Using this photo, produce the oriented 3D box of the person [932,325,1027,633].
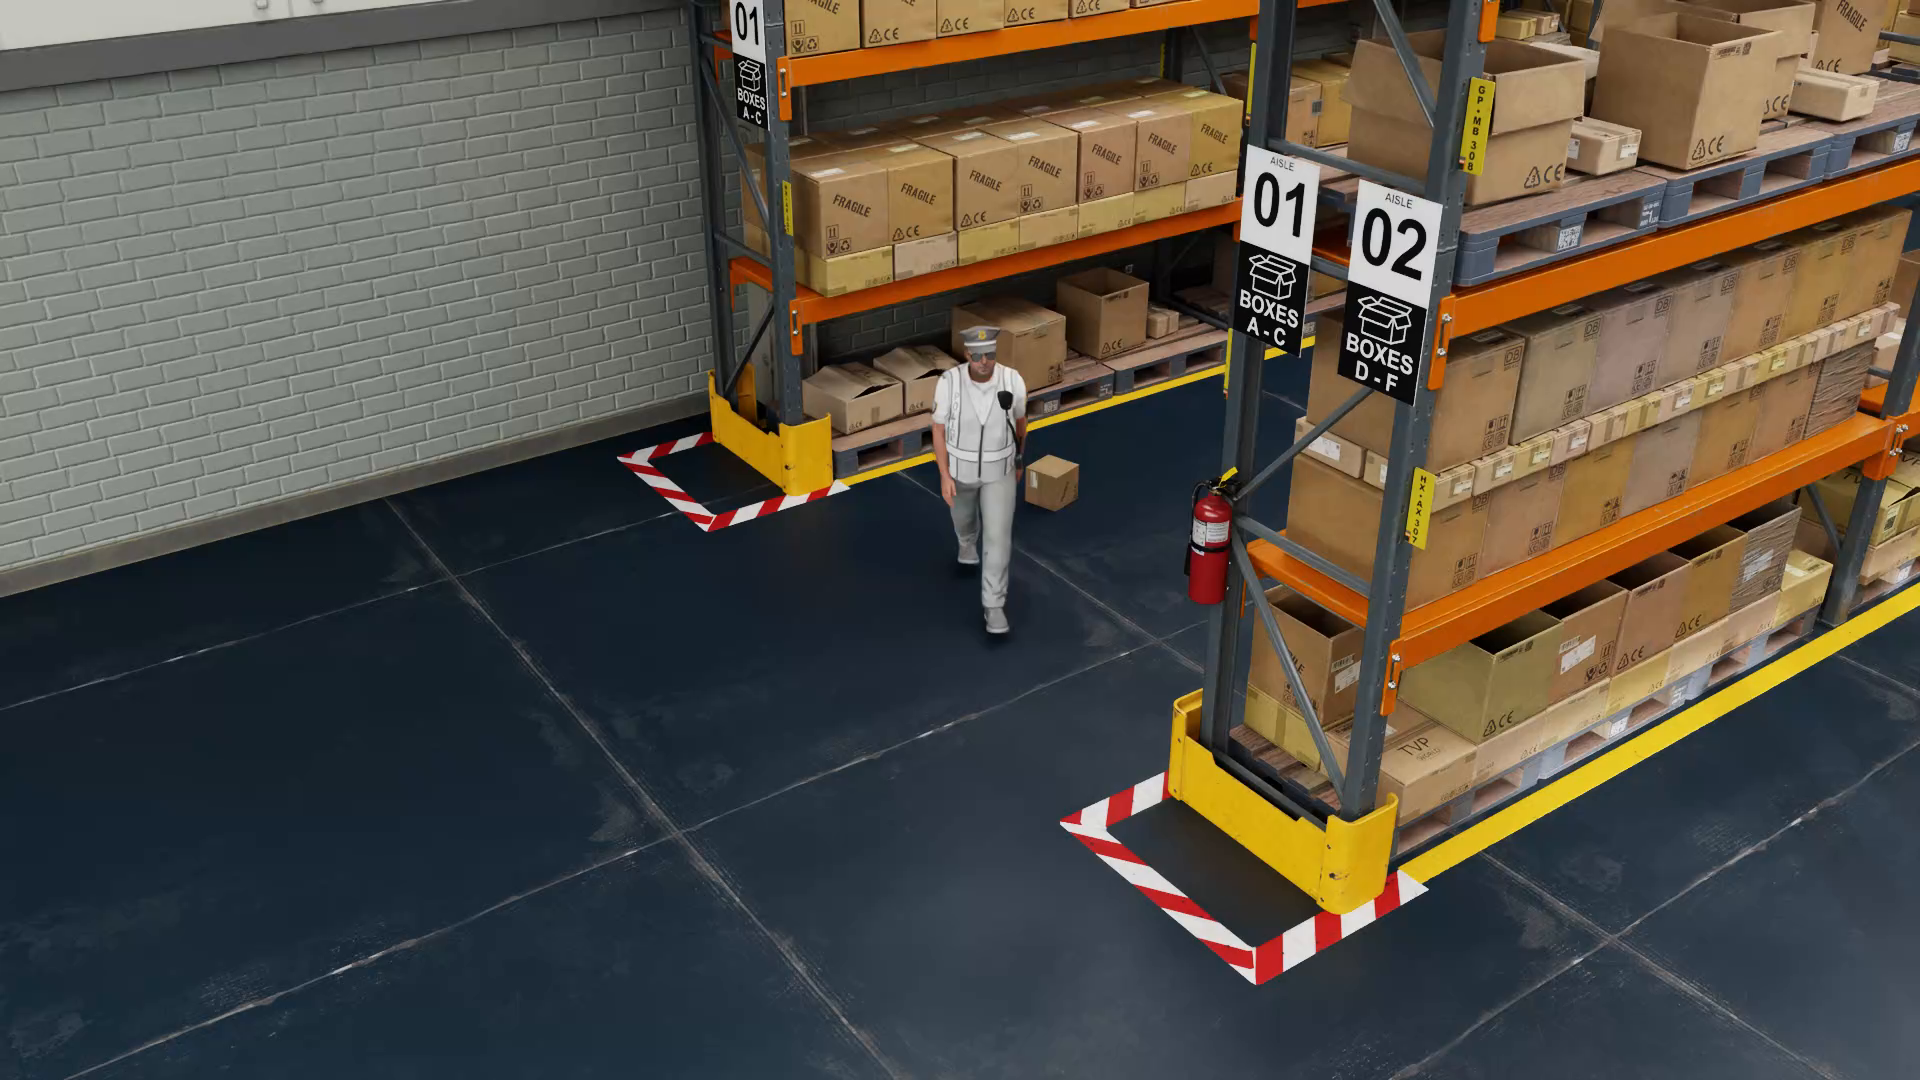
[{"bbox_3d":[0.109,-0.428,9.403,0.530,1.716,1.086,1,28,2],"label":"person"}]
